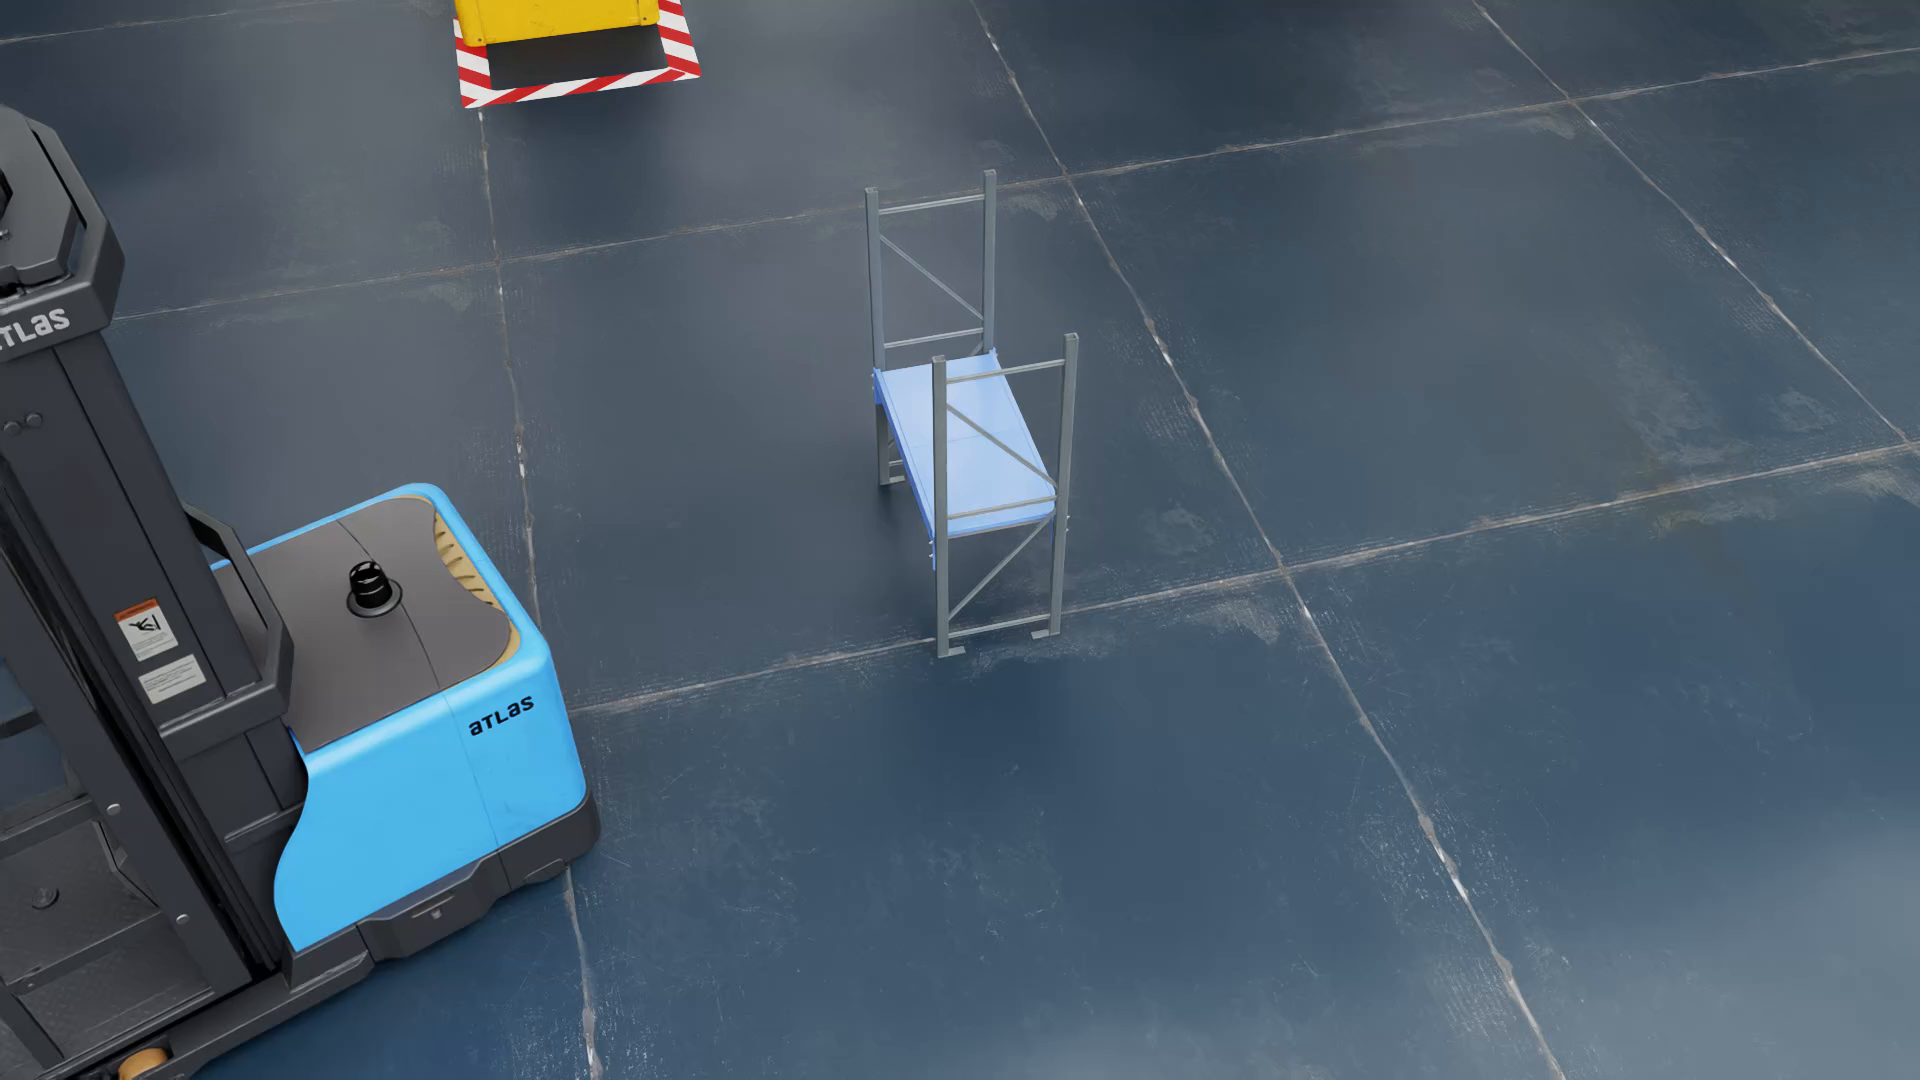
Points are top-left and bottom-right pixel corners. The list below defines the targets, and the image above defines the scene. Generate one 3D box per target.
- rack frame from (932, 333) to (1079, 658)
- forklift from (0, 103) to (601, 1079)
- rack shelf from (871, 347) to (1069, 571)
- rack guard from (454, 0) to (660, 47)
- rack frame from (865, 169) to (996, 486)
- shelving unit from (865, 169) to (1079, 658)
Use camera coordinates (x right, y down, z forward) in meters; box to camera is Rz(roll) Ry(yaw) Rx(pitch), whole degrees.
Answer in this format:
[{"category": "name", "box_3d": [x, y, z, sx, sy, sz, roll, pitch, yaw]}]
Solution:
[{"category": "rack frame", "box_3d": [0.152, -0.115, 6.063, 0.500, 1.500, 0.032, -11, 47, -10]}, {"category": "forklift", "box_3d": [-2.773, 0.386, 4.570, 3.031, 2.935, 1.130, -26, 51, -23]}, {"category": "rack shelf", "box_3d": [0.022, -0.340, 6.536, 0.538, 0.185, 1.000, -11, 47, -10]}, {"category": "rack guard", "box_3d": [-2.417, -3.317, 9.901, 1.175, 0.500, 0.348, -11, 47, -10]}, {"category": "rack frame", "box_3d": [-0.108, -0.817, 6.751, 0.500, 1.500, 0.032, -11, 47, -10]}, {"category": "shelving unit", "box_3d": [0.022, -0.466, 6.407, 0.538, 1.500, 1.048, -11, 47, -10]}]
